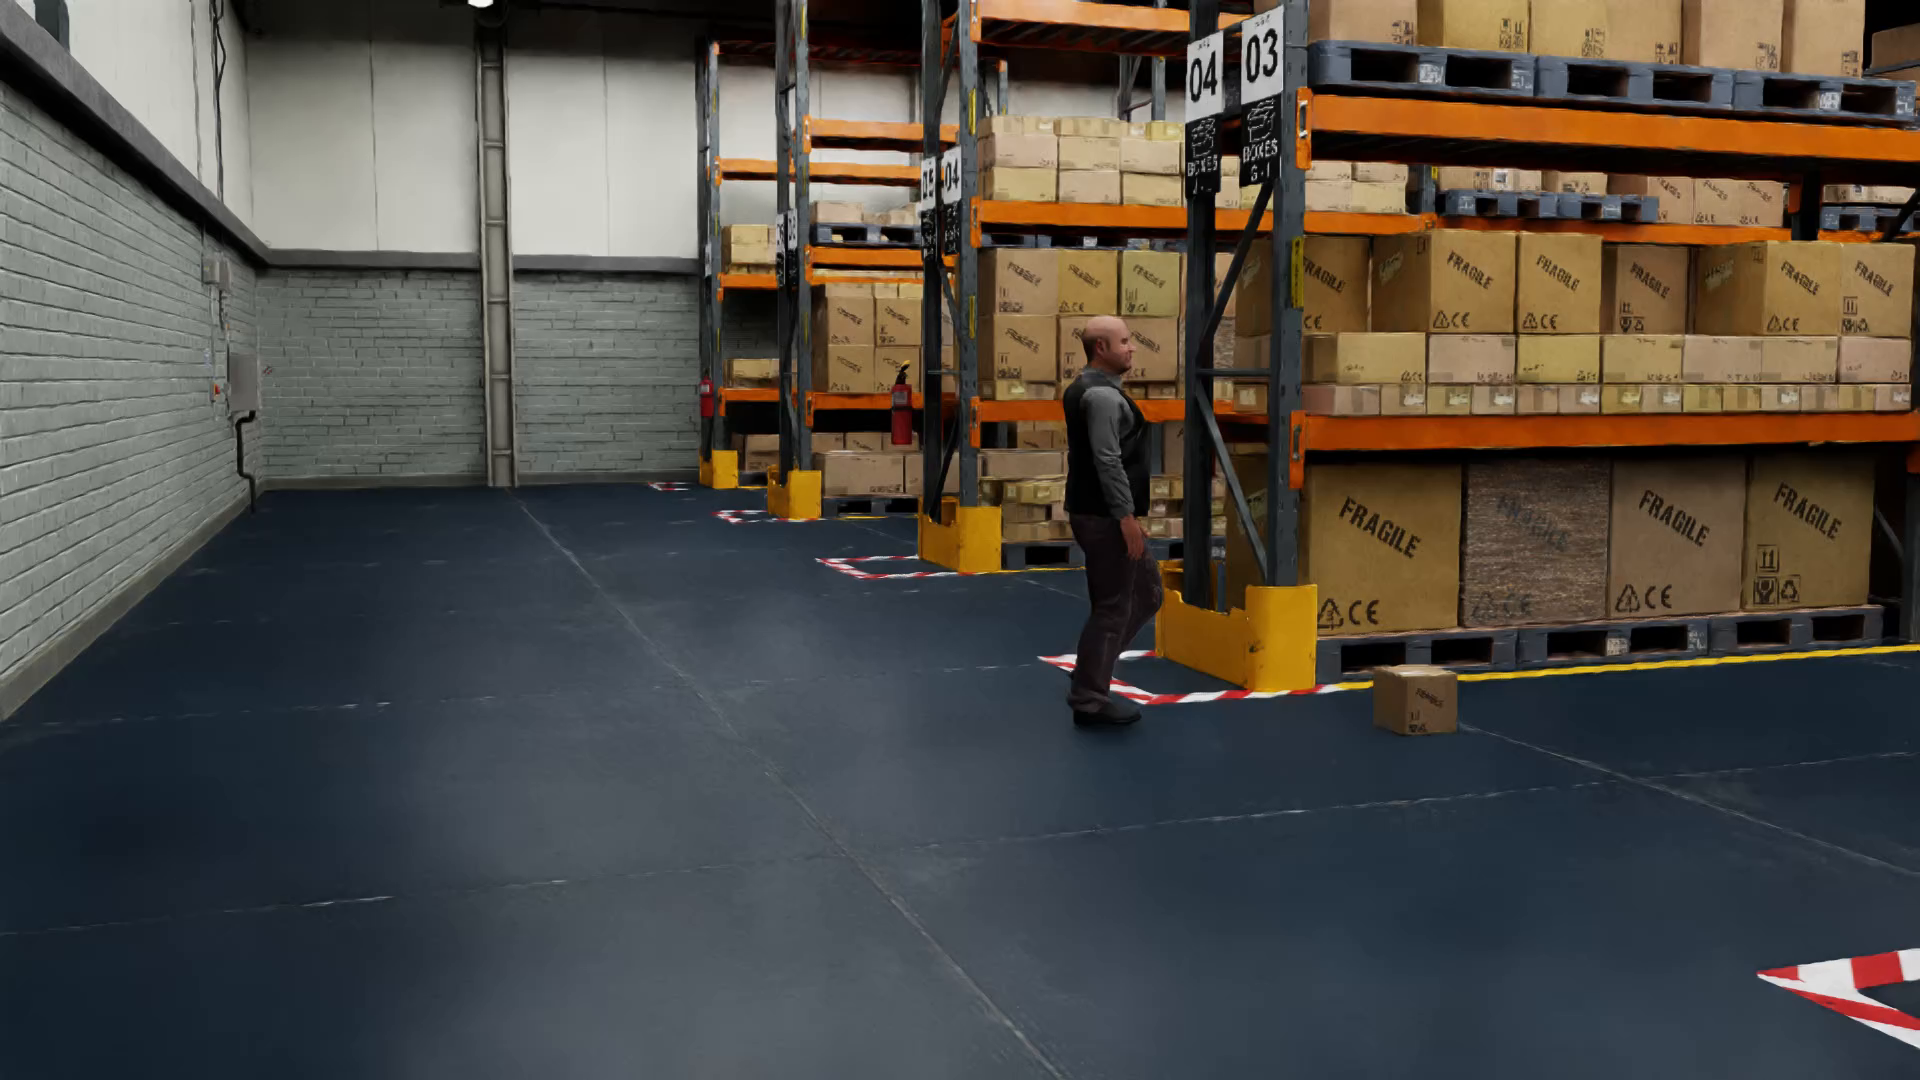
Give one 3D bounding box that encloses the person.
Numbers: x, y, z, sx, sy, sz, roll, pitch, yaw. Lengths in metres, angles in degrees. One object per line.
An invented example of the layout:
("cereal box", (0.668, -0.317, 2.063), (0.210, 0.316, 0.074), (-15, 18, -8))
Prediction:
("person", (0.666, -0.066, 6.980), (0.447, 1.740, 0.581), (0, 6, -3))
